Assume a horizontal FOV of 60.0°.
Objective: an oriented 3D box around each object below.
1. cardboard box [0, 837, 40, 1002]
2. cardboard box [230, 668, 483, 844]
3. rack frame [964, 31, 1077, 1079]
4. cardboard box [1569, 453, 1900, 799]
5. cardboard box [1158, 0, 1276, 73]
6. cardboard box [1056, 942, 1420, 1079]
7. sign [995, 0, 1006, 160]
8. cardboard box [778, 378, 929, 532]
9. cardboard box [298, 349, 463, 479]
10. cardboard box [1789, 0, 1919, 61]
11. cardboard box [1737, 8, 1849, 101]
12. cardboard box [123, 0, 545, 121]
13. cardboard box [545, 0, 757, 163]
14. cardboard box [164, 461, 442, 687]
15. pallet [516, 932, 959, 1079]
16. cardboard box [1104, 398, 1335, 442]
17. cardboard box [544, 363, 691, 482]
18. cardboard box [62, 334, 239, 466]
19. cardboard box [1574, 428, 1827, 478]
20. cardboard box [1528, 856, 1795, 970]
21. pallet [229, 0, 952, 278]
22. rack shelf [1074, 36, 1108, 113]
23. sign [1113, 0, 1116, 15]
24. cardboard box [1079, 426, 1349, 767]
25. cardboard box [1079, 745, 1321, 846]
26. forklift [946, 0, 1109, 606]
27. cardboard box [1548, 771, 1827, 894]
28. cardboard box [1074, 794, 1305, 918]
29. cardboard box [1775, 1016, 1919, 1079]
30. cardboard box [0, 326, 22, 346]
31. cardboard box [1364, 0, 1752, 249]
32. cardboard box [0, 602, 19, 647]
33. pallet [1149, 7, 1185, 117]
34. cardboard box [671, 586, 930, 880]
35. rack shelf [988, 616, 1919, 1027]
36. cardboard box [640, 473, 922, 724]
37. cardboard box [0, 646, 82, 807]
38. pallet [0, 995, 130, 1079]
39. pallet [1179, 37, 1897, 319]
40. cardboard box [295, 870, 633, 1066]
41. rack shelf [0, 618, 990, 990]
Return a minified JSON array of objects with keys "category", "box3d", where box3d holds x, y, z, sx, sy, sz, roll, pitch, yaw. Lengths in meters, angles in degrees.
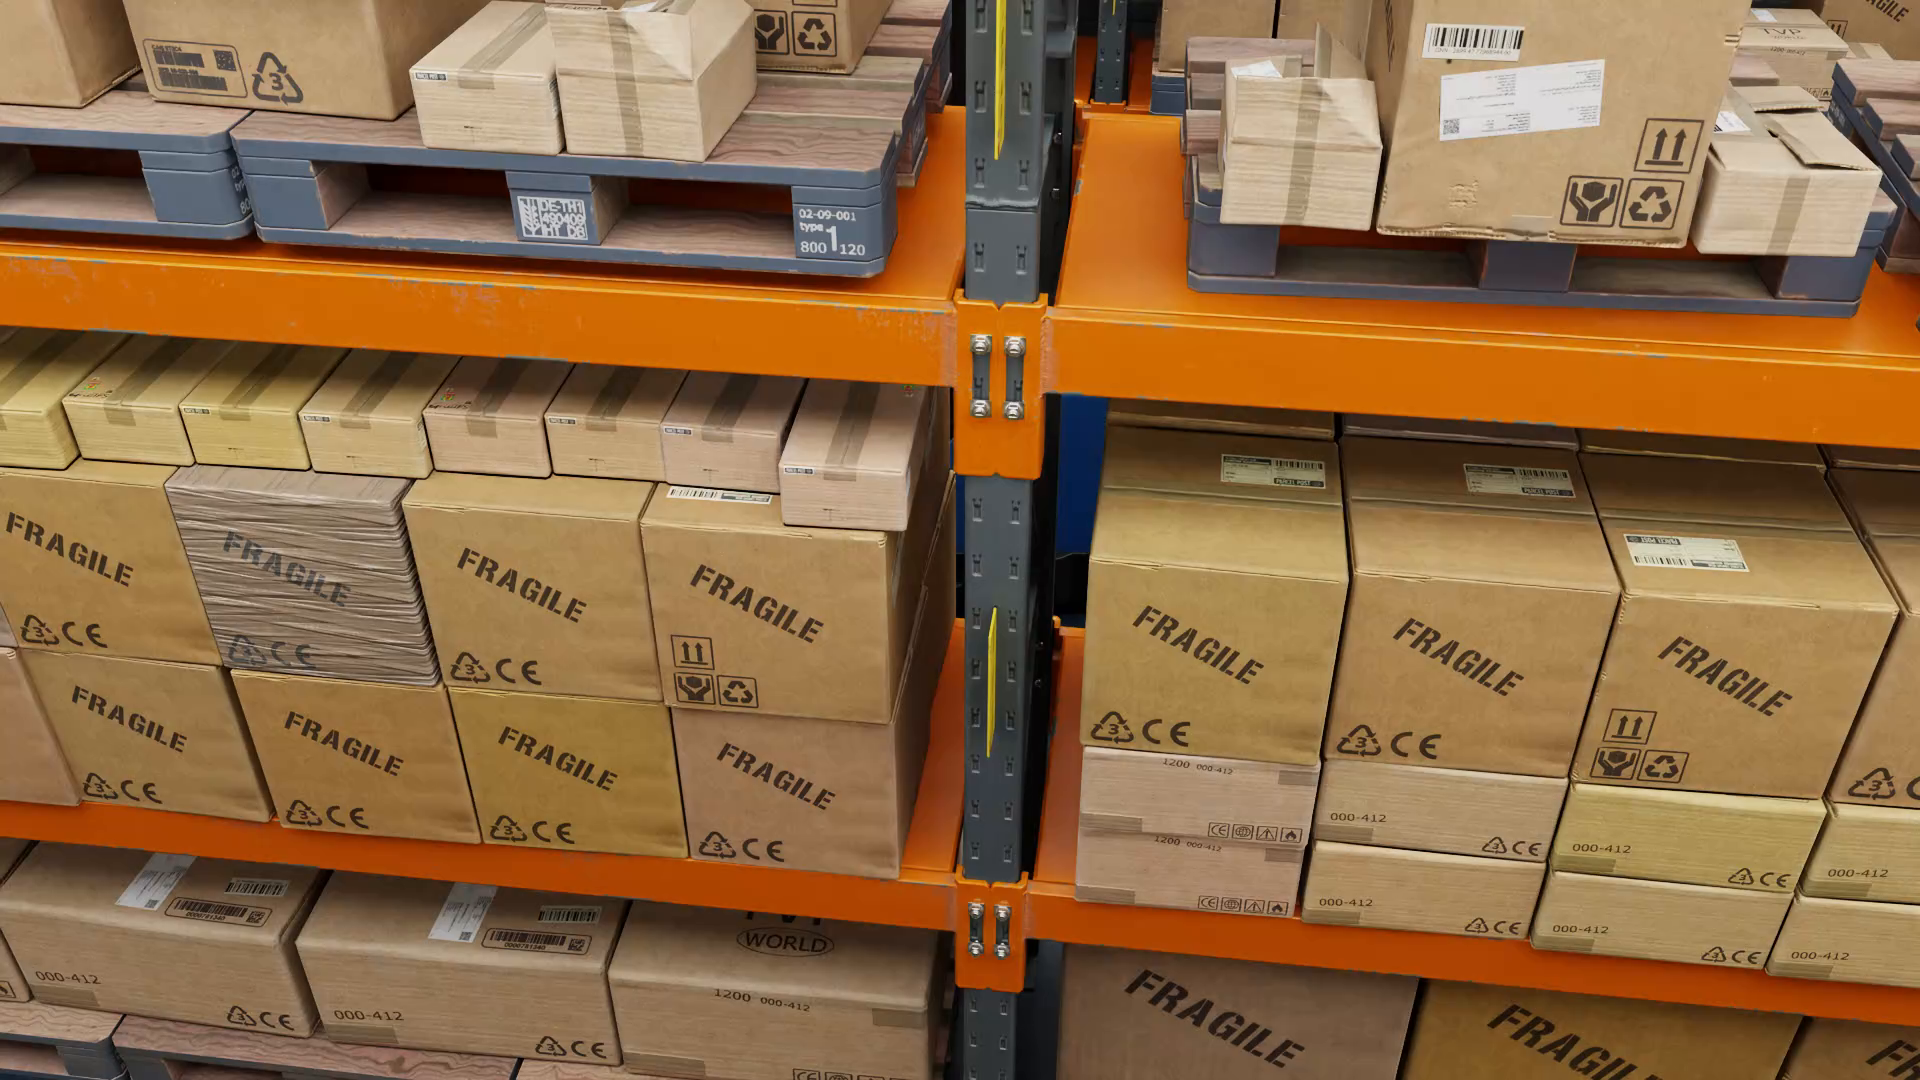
[{"category":"cardboard box","box3d":[-3.165,0.929,5.210,0.875,0.438,0.875,3,36,4]},{"category":"cardboard box","box3d":[-1.369,0.370,4.063,0.500,0.500,0.500,4,36,5]},{"category":"rack frame","box3d":[0.135,0.362,4.161,0.127,3.000,1.000,4,36,6]},{"category":"cardboard box","box3d":[1.540,0.172,3.479,0.500,0.500,0.500,3,36,5]},{"category":"cardboard box","box3d":[1.215,-2.546,7.787,0.500,0.500,0.700,5,36,7]},{"category":"cardboard box","box3d":[0.760,1.055,4.657,0.875,0.875,0.875,5,36,7]},{"category":"sign","box3d":[0.066,-0.782,2.668,0.005,0.325,0.100,4,36,6]},{"category":"cardboard box","box3d":[-0.211,-0.189,3.428,0.250,0.149,0.380,4,36,5]},{"category":"cardboard box","box3d":[-1.211,-0.302,3.585,0.250,0.149,0.380,4,36,6]},{"category":"cardboard box","box3d":[4.240,-2.542,7.783,0.500,0.500,0.500,6,36,8]},{"category":"cardboard box","box3d":[3.643,-2.204,7.524,0.500,0.250,0.500,3,36,4]},{"category":"cardboard box","box3d":[-1.207,-1.194,3.222,0.637,0.503,0.797,7,36,10]},{"category":"cardboard box","box3d":[-0.540,-0.879,2.986,0.258,0.266,0.396,5,36,7]},{"category":"cardboard box","box3d":[-1.377,-0.036,3.772,0.500,0.500,0.500,5,36,7]},{"category":"pallet","box3d":[-0.610,1.395,5.113,1.213,0.211,1.003,4,36,6]},{"category":"cardboard box","box3d":[0.610,-0.198,3.998,0.500,0.500,0.500,5,36,7]},{"category":"cardboard box","box3d":[-0.705,-0.296,3.577,0.250,0.149,0.380,4,36,6]},{"category":"cardboard box","box3d":[-1.717,-0.330,3.625,0.250,0.149,0.380,4,36,6]},{"category":"cardboard box","box3d":[1.624,-0.115,3.882,0.500,0.500,0.500,5,36,7]},{"category":"cardboard box","box3d":[1.557,0.692,3.827,0.500,0.250,0.500,4,36,6]},{"category":"pallet","box3d":[-0.675,-0.890,3.409,1.213,0.211,1.003,4,36,6]},{"category":"rack shelf","box3d":[-1.220,-2.354,8.585,4.000,0.370,1.077,4,36,6]},{"category":"sign","box3d":[0.702,-2.538,7.478,0.005,0.325,0.100,4,36,6]},{"category":"cardboard box","box3d":[0.535,0.112,3.564,0.500,0.500,0.500,5,36,6]},{"category":"cardboard box","box3d":[0.535,0.414,3.786,0.500,0.250,0.500,3,36,5]},{"category":"forklift","box3d":[-0.625,-1.196,6.403,3.031,2.935,1.130,0,36,0]},{"category":"cardboard box","box3d":[1.553,0.489,3.681,0.500,0.250,0.500,5,36,7]},{"category":"cardboard box","box3d":[0.538,0.607,3.946,0.500,0.250,0.500,3,36,5]},{"category":"cardboard box","box3d":[2.543,1.184,4.476,0.875,0.875,0.875,5,36,7]},{"category":"cardboard box","box3d":[-2.231,-0.356,3.661,0.250,0.149,0.380,5,36,6]},{"category":"cardboard box","box3d":[0.972,-0.839,2.813,0.500,0.500,0.500,4,36,5]},{"category":"cardboard box","box3d":[-2.368,-0.114,3.882,0.500,0.500,0.500,4,36,6]},{"category":"pallet","box3d":[1.542,-2.298,8.054,1.213,0.211,1.003,4,36,6]},{"category":"cardboard box","box3d":[-0.358,0.434,3.974,0.500,0.500,0.500,5,36,6]},{"category":"rack shelf","box3d":[2.118,0.803,4.163,4.000,0.370,1.077,4,36,6]},{"category":"cardboard box","box3d":[-0.368,0.038,3.668,0.500,0.500,0.500,4,36,6]},{"category":"cardboard box","box3d":[-2.386,0.295,4.168,0.500,0.500,0.500,4,36,6]},{"category":"pallet","box3d":[-3.030,1.215,5.366,1.213,0.211,1.003,4,36,6]},{"category":"pallet","box3d":[1.050,-0.742,3.290,1.217,0.209,0.805,3,36,4]},{"category":"cardboard box","box3d":[-1.362,1.059,5.027,0.875,0.438,0.875,3,36,5]},{"category":"rack shelf","box3d":[-1.849,0.507,4.577,4.000,0.370,1.077,4,36,6]}]
